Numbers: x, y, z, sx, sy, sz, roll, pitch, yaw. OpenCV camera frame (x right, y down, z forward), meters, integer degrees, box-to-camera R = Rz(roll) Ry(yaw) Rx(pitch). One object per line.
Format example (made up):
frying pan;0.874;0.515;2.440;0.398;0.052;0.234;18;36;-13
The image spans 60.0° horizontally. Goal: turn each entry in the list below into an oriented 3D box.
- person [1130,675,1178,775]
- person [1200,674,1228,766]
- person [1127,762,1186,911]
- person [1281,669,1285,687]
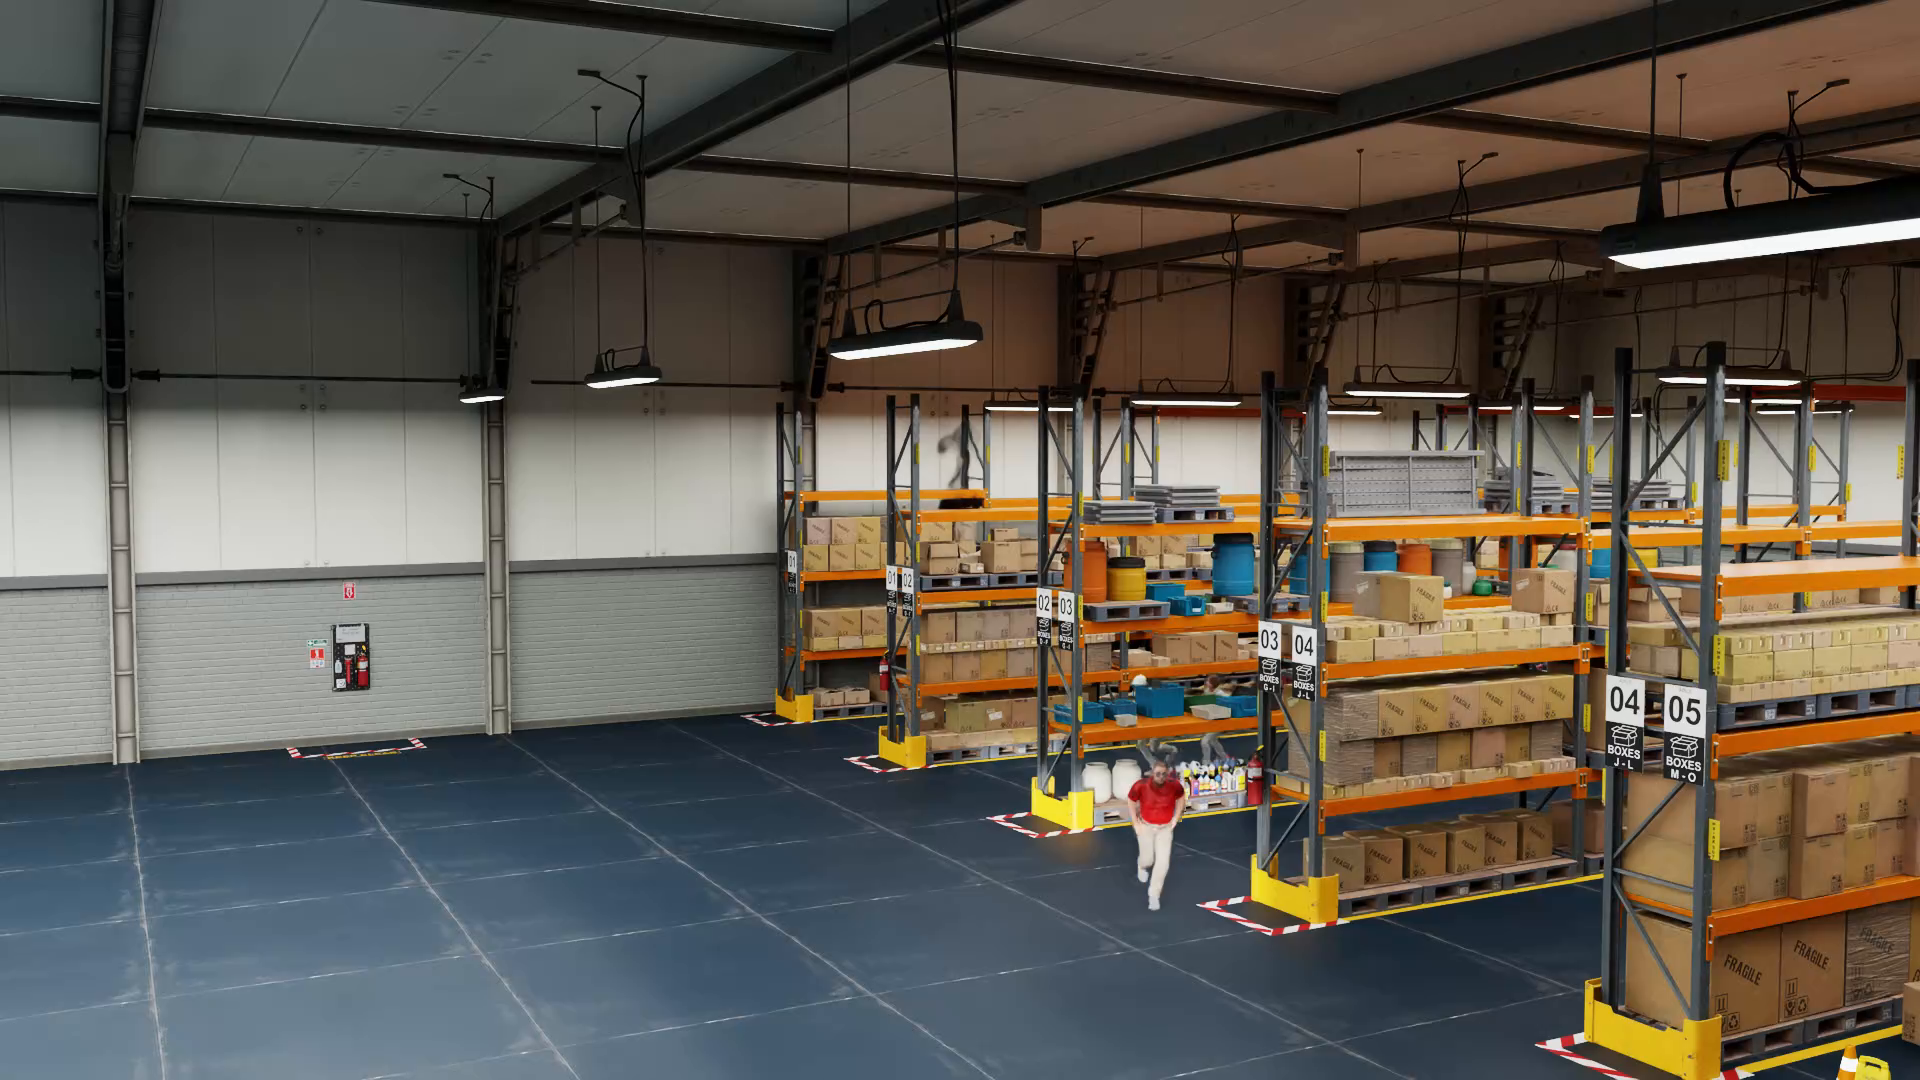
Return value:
person;3.073;2.895;26.161;0.974;1.607;0.720;-2;4;-35
person;3.979;2.905;25.986;0.695;1.641;0.537;-1;3;-22
person;2.206;3.295;18.888;0.667;1.688;0.920;0;3;-8
person;6.300;2.432;32.707;0.991;1.763;0.694;-2;4;-33
